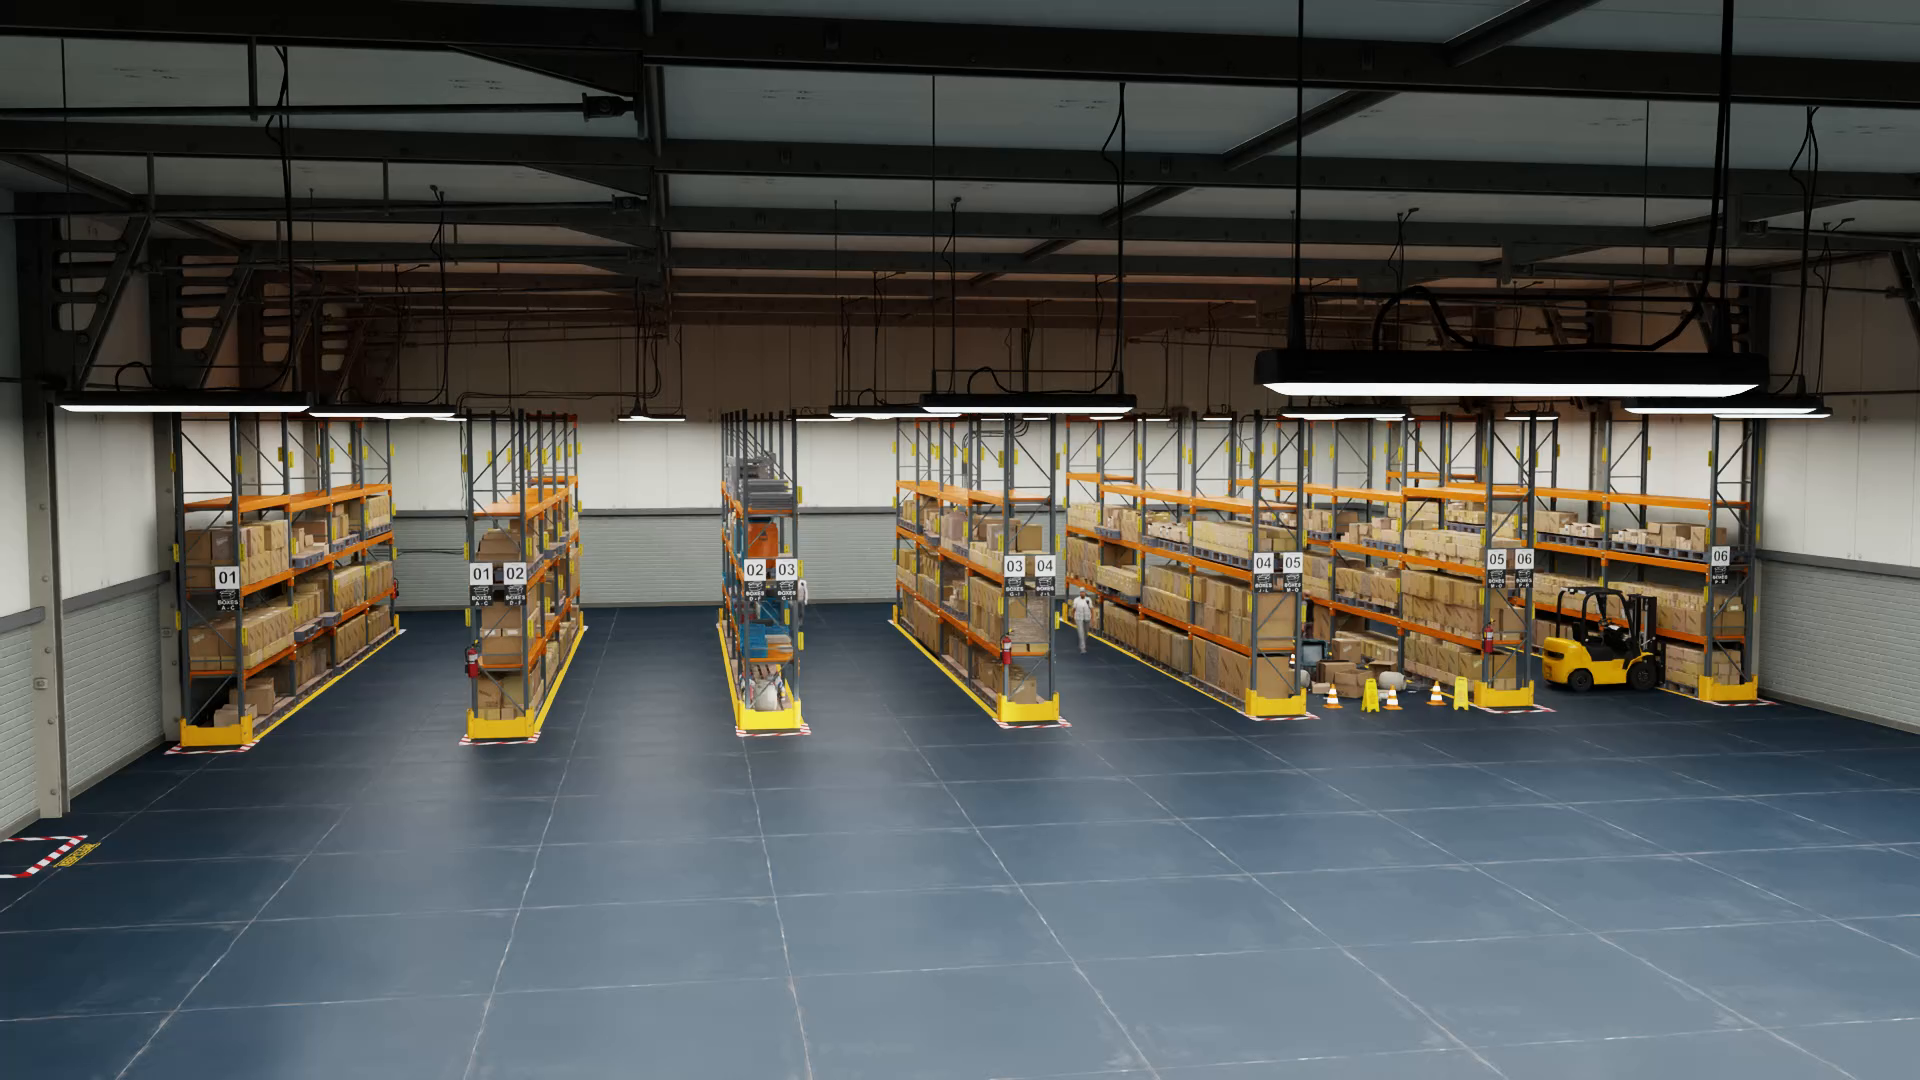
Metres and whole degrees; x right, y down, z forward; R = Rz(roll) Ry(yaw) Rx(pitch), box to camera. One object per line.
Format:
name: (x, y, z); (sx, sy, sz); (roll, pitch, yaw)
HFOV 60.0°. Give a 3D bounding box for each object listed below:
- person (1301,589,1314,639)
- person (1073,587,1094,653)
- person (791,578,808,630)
person: (8.412, 2.079, 40.330); (0.514, 1.769, 0.613); (-2, 4, -22)
person: (3.109, 1.990, 41.786); (0.483, 1.604, 1.034); (-1, 4, -11)
person: (-4.496, 1.655, 46.406); (0.492, 1.633, 0.839); (-1, 4, -12)
